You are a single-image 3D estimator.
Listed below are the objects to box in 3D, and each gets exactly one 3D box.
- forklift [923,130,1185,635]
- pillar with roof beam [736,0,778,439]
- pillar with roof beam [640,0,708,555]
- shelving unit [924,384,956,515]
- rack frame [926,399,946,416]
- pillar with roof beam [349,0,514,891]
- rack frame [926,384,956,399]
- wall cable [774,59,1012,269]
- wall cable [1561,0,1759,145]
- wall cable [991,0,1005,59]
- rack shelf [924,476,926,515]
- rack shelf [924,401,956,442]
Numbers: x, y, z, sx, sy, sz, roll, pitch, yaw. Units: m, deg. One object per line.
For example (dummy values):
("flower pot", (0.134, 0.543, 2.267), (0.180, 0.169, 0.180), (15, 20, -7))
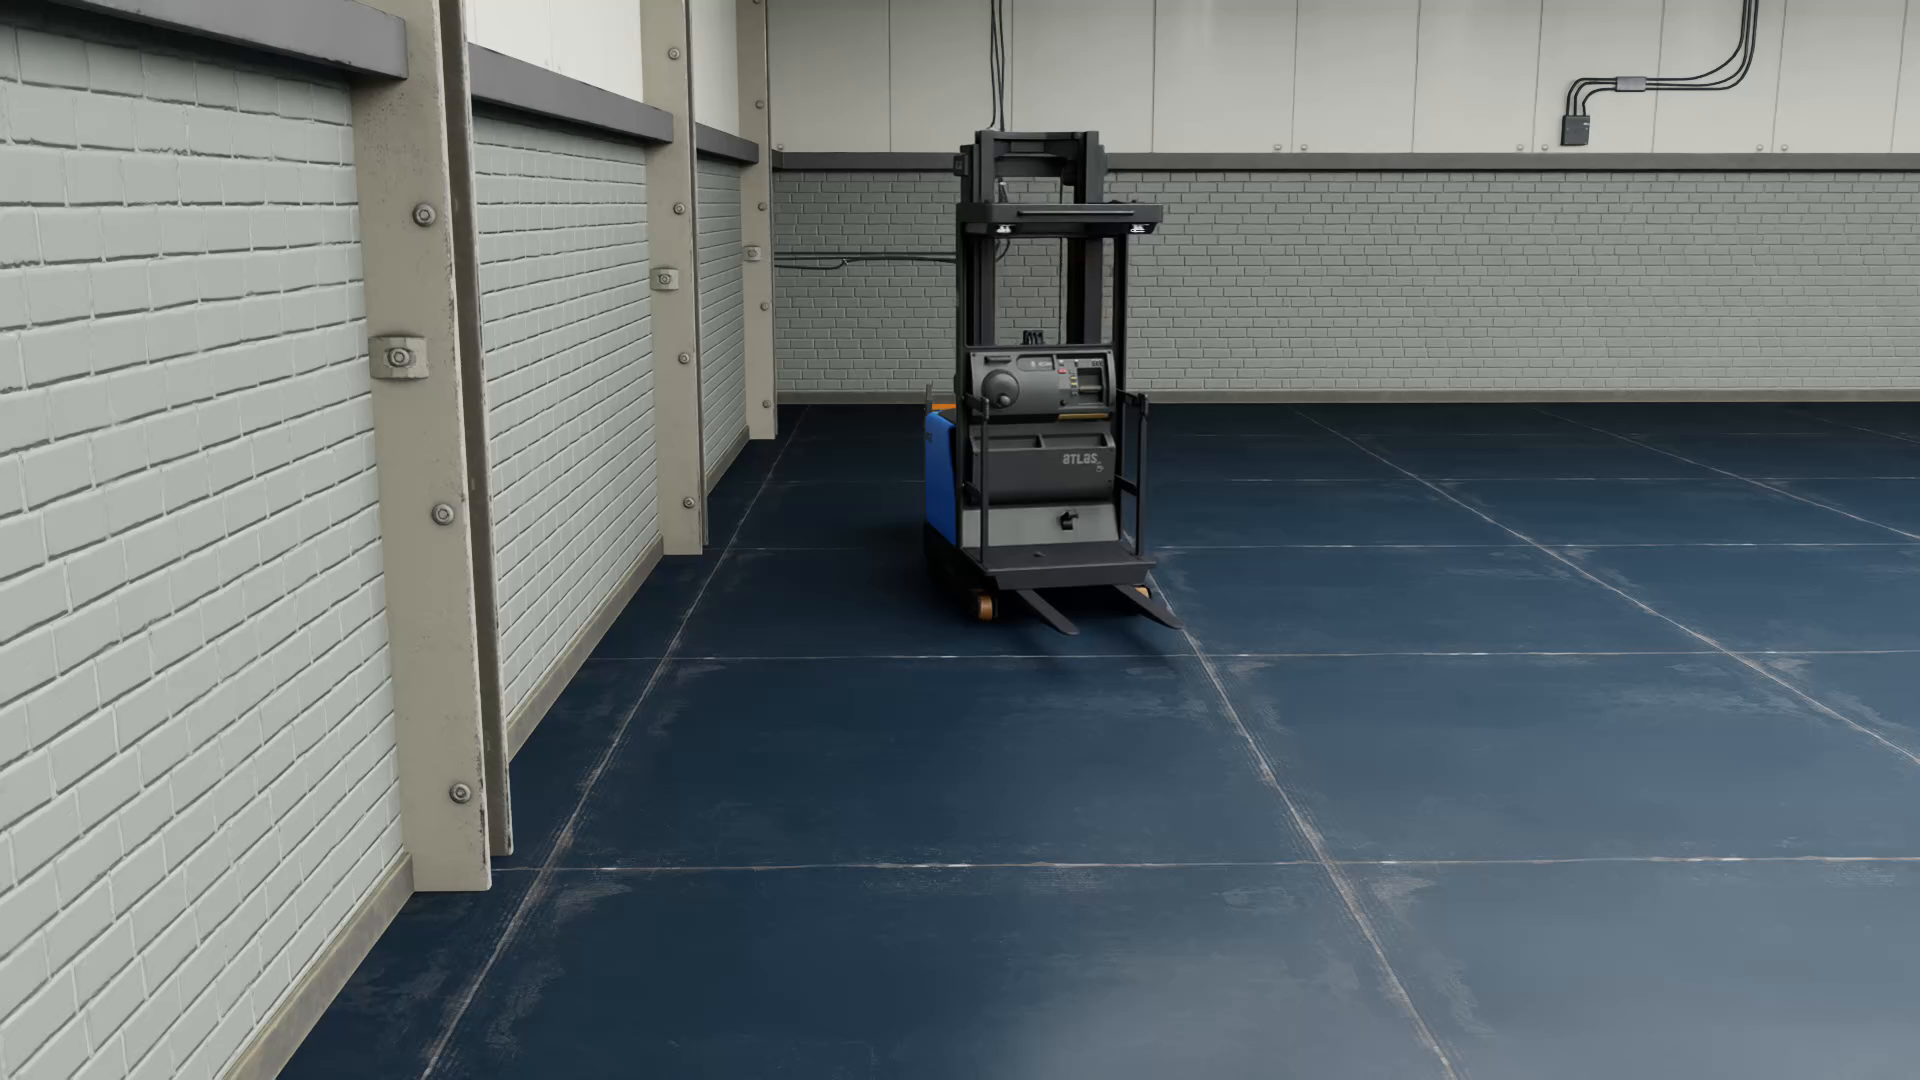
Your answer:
("forklift", (0.569, -1.020, 10.213), (1.130, 2.935, 3.031), (-3, 12, -13))
("pillar with roof beam", (2.149, -5.554, 17.301), (9.100, 9.000, 0.400), (0, 11, -1))
("pillar with roof beam", (2.273, -4.361, 11.422), (9.100, 9.000, 0.400), (0, 11, -1))
("shelving unit", (0.000, -0.550, 12.441), (0.538, 1.125, 1.048), (0, 11, -1))
("rack frame", (0.011, -0.449, 11.943), (0.500, 1.125, 0.032), (0, 11, -1))
("pillar with roof beam", (2.397, -3.168, 5.543), (9.100, 9.000, 0.400), (0, 11, -1))
("rack frame", (-0.010, -0.651, 12.939), (0.500, 1.125, 0.032), (0, 11, -1))
("wall cable", (-0.894, -4.605, 20.436), (3.097, 2.526, 0.112), (0, 11, -1))
("wall cable", (8.598, -7.830, 19.966), (2.305, 6.003, 0.169), (0, 11, -1))
("wall cable", (1.811, -7.091, 19.988), (3.097, 2.526, 0.112), (0, 11, -1))
("rack shelf", (0.000, -0.310, 12.489), (0.538, 0.278, 1.000), (0, 11, -1))
("rack shelf", (0.000, -0.837, 12.382), (0.538, 0.278, 1.000), (0, 11, -1))
